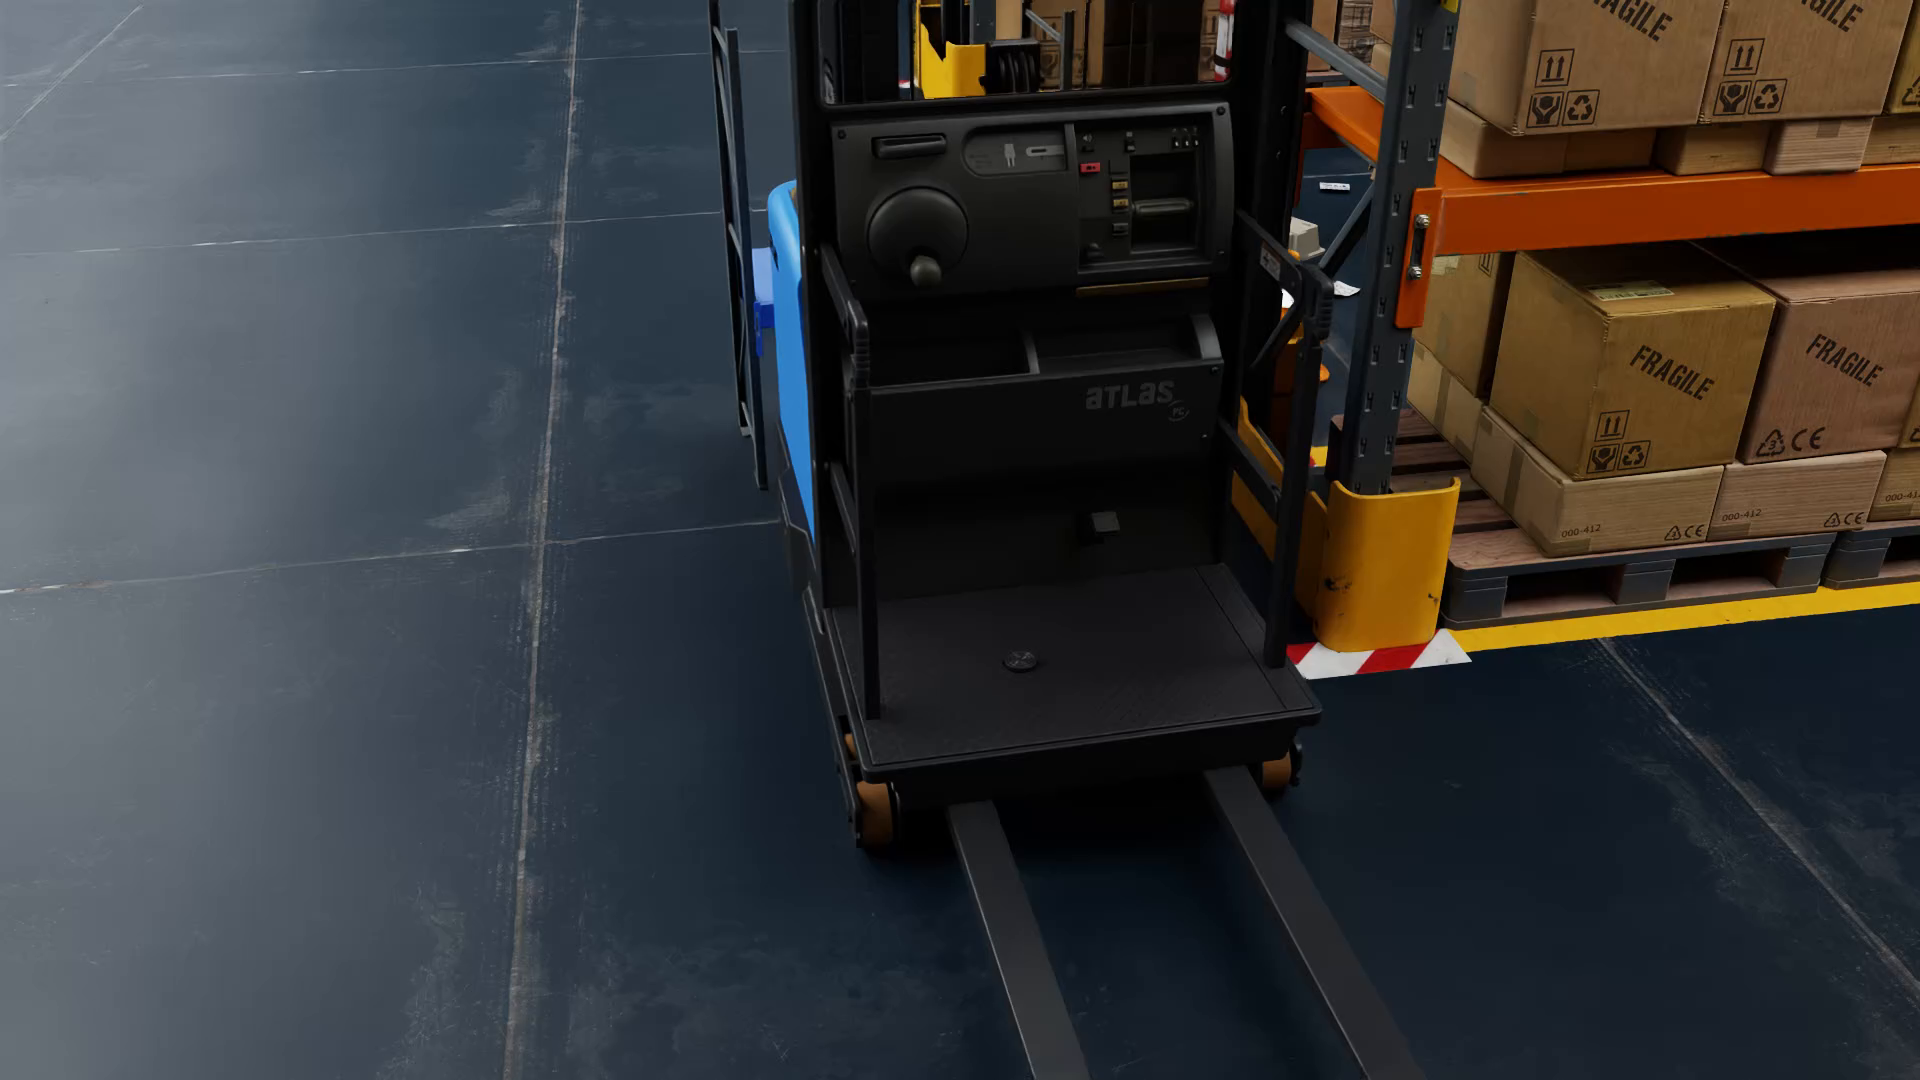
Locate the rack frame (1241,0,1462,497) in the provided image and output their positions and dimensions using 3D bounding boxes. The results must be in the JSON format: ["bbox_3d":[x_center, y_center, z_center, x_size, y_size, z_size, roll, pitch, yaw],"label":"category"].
[{"bbox_3d":[1.029,-1.269,4.449,0.127,3.000,1.000,-5,31,-9],"label":"rack frame"}]

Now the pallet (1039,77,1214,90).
[{"bbox_3d":[0.810,-2.638,9.528,1.213,0.211,1.003,-5,31,-9],"label":"pallet"}]

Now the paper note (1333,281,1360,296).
[{"bbox_3d":[1.600,-1.068,7.036,0.142,0.019,0.148,-17,34,-26],"label":"paper note"}]

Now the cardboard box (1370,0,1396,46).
[{"bbox_3d":[1.513,-1.627,4.666,0.500,0.500,0.500,-6,31,-10],"label":"cardboard box"}]

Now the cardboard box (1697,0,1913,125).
[{"bbox_3d":[2.053,-1.394,4.270,0.500,0.500,0.500,-4,31,-7],"label":"cardboard box"}]

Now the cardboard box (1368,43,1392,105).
[{"bbox_3d":[1.358,-1.302,4.752,0.250,0.149,0.380,-4,31,-7],"label":"cardboard box"}]

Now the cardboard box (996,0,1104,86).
[{"bbox_3d":[0.693,-3.088,9.224,0.875,0.875,0.875,-5,31,-9],"label":"cardboard box"}]

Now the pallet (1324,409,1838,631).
[{"bbox_3d":[1.909,-0.131,5.264,1.213,0.211,1.003,-5,31,-9],"label":"pallet"}]

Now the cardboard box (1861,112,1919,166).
[{"bbox_3d":[2.428,-1.143,4.483,0.250,0.149,0.380,-5,31,-8],"label":"cardboard box"}]

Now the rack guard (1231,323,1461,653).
[{"bbox_3d":[1.103,-0.199,5.094,0.348,0.500,1.175,-5,31,-9],"label":"rack guard"}]

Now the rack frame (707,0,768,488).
[{"bbox_3d":[-0.717,-0.943,5.374,0.032,1.500,0.500,-7,31,-12],"label":"rack frame"}]

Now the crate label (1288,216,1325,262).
[{"bbox_3d":[1.447,-1.343,7.398,0.298,0.136,0.250,-23,38,-34],"label":"crate label"}]

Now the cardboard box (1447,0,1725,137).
[{"bbox_3d":[1.545,-1.345,4.187,0.500,0.500,0.500,-6,31,-10],"label":"cardboard box"}]

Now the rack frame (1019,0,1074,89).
[{"bbox_3d":[0.269,-1.068,5.587,0.032,1.500,0.500,-7,31,-12],"label":"rack frame"}]

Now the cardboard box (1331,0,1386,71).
[{"bbox_3d":[2.455,-3.251,9.502,0.875,0.875,0.875,-5,31,-9],"label":"cardboard box"}]

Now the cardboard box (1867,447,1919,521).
[{"bbox_3d":[2.910,-0.300,5.099,0.500,0.250,0.500,-3,31,-6],"label":"cardboard box"}]

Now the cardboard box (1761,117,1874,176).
[{"bbox_3d":[2.179,-1.103,4.414,0.250,0.149,0.380,-5,31,-8],"label":"cardboard box"}]

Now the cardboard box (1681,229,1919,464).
[{"bbox_3d":[2.409,-0.576,4.829,0.500,0.500,0.500,-6,31,-11],"label":"cardboard box"}]

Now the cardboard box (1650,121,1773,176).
[{"bbox_3d":[1.921,-1.103,4.414,0.250,0.149,0.380,-6,31,-11],"label":"cardboard box"}]

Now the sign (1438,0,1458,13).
[{"bbox_3d":[1.127,-1.372,3.770,0.005,0.325,0.100,-5,31,-9],"label":"sign"}]

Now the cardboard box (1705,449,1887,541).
[{"bbox_3d":[2.375,-0.243,5.003,0.500,0.250,0.500,-4,31,-7],"label":"cardboard box"}]

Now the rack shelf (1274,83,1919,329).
[{"bbox_3d":[2.996,-1.142,4.942,4.000,0.370,1.077,-5,31,-9],"label":"rack shelf"}]

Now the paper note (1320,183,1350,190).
[{"bbox_3d":[1.845,-1.740,8.181,0.142,0.017,0.144,5,31,8],"label":"paper note"}]

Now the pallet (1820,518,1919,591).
[{"bbox_3d":[3.106,-0.240,5.450,1.213,0.211,1.003,-5,31,-9],"label":"pallet"}]

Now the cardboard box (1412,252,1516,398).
[{"bbox_3d":[1.770,-0.791,5.195,0.500,0.500,0.500,-5,31,-9],"label":"cardboard box"}]

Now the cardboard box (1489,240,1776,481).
[{"bbox_3d":[1.895,-0.526,4.744,0.500,0.500,0.500,-6,31,-11],"label":"cardboard box"}]

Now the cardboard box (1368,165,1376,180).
[{"bbox_3d":[2.300,-1.616,7.501,0.797,0.503,0.637,23,37,33],"label":"cardboard box"}]

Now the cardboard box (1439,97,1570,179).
[{"bbox_3d":[1.400,-1.089,4.390,0.250,0.149,0.380,-5,31,-9],"label":"cardboard box"}]

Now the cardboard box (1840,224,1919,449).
[{"bbox_3d":[2.904,-0.618,4.900,0.500,0.500,0.500,-5,31,-8],"label":"cardboard box"}]

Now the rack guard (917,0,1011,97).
[{"bbox_3d":[0.014,-2.648,9.260,0.348,0.500,1.175,-5,31,-9],"label":"rack guard"}]

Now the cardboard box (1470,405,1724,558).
[{"bbox_3d":[1.872,-0.201,4.930,0.500,0.250,0.500,-6,31,-9],"label":"cardboard box"}]

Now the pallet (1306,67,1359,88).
[{"bbox_3d":[2.008,-2.747,9.714,1.213,0.211,1.003,-5,31,-9],"label":"pallet"}]

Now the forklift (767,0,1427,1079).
[{"bbox_3d":[0.221,-0.735,3.608,1.130,2.935,3.031,-6,31,-10],"label":"forklift"}]

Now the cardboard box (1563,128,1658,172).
[{"bbox_3d":[1.646,-1.119,4.441,0.250,0.149,0.380,-5,31,-8],"label":"cardboard box"}]

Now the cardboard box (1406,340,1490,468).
[{"bbox_3d":[1.799,-0.475,5.397,0.500,0.250,0.500,-5,31,-9],"label":"cardboard box"}]

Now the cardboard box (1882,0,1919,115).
[{"bbox_3d":[2.554,-1.441,4.350,0.500,0.500,0.500,-6,31,-10],"label":"cardboard box"}]

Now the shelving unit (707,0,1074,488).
[{"bbox_3d":[-0.224,-1.006,5.480,1.048,1.500,0.538,-7,31,-12],"label":"shelving unit"}]

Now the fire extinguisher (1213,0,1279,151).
[{"bbox_3d":[0.833,-1.455,4.842,0.183,0.674,0.296,-5,31,-9],"label":"fire extinguisher"}]

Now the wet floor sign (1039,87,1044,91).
[{"bbox_3d":[0.366,-1.723,7.544,0.232,0.644,0.267,-11,32,-17],"label":"wet floor sign"}]

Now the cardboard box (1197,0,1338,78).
[{"bbox_3d":[1.558,-3.169,9.362,0.875,0.875,0.875,-6,31,-10],"label":"cardboard box"}]

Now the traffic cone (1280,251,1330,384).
[{"bbox_3d":[1.219,-0.858,6.253,0.334,0.463,0.336,-5,31,-9],"label":"traffic cone"}]

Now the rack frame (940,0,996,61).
[{"bbox_3d":[0.038,-3.728,8.631,0.127,3.000,1.000,-5,31,-9],"label":"rack frame"}]

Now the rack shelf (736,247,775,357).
[{"bbox_3d":[-0.224,-0.851,5.571,1.000,0.185,0.538,-7,31,-12],"label":"rack shelf"}]

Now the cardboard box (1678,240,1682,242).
[{"bbox_3d":[2.282,-0.841,5.279,0.500,0.500,0.500,-4,31,-7],"label":"cardboard box"}]
